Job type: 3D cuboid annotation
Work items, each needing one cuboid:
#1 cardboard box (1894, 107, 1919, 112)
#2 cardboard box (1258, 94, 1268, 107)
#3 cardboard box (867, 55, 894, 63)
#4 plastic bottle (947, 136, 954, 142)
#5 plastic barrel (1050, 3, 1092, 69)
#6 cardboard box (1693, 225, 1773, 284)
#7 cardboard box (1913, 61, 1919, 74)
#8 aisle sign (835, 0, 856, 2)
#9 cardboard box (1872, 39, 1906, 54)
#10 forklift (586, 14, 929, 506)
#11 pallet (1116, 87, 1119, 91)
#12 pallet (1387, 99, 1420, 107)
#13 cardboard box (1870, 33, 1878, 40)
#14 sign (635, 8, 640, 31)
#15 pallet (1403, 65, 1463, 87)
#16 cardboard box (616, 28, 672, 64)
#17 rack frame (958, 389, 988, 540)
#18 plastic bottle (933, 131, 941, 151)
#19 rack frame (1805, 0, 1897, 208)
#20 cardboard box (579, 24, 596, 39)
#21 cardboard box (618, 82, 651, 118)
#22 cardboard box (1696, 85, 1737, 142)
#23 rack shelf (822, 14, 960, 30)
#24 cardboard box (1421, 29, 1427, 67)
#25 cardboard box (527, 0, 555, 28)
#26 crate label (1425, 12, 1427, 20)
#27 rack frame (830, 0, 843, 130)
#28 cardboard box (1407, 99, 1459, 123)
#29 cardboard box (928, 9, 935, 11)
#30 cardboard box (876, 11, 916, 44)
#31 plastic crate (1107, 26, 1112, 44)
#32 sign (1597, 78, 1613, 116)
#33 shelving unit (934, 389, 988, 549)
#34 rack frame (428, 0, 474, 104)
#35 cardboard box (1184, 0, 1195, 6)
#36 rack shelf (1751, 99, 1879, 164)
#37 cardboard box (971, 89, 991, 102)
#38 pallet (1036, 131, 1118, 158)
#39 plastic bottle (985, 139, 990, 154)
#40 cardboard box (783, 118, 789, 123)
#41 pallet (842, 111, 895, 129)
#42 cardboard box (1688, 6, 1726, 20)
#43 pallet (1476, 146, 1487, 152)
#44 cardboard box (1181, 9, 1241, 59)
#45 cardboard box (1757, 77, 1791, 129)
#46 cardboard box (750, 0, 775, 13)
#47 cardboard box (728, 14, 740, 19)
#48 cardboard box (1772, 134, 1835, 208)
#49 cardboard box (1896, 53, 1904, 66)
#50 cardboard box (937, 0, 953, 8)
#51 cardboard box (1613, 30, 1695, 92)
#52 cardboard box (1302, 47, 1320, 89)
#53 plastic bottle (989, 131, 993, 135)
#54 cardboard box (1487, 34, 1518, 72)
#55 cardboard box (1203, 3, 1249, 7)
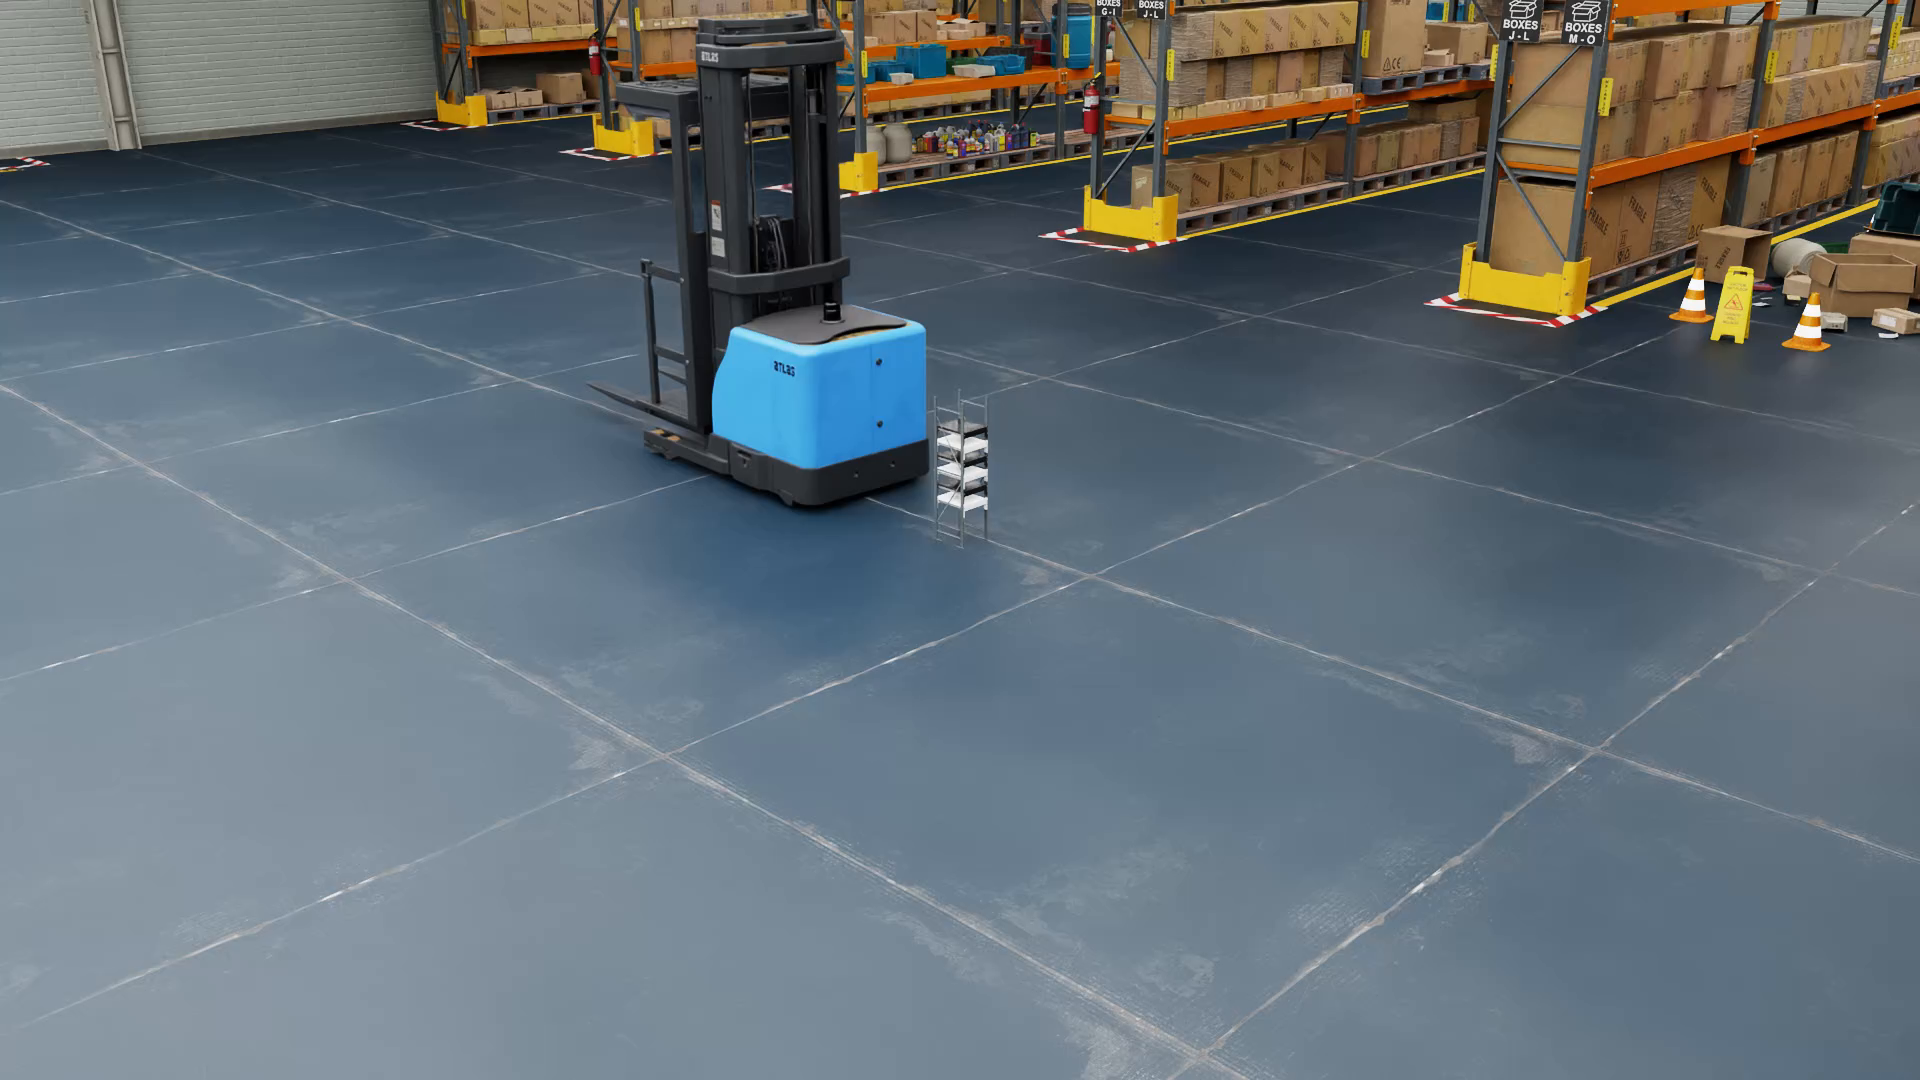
[{"bbox_3d":[13.065,-5.759,22.729,0.500,0.250,0.500,-19,28,-40],"label":"cardboard box"},{"bbox_3d":[3.482,-5.301,20.034,0.380,0.149,0.250,19,28,41],"label":"cardboard box"},{"bbox_3d":[-1.926,-10.293,35.085,0.750,0.750,0.750,19,28,40],"label":"cardboard box"},{"bbox_3d":[-0.143,-5.784,24.230,0.097,0.201,0.097,0,21,0],"label":"plastic bottle"},{"bbox_3d":[1.645,-7.471,24.632,0.600,0.901,0.708,19,28,41],"label":"plastic barrel"},{"bbox_3d":[7.843,-2.885,16.880,0.500,0.500,0.500,-14,25,-33],"label":"cardboard box"},{"bbox_3d":[12.361,-6.219,21.839,0.250,0.149,0.380,-20,29,-41],"label":"cardboard box"},{"bbox_3d":[-1.472,-7.307,21.280,0.394,0.787,0.004,19,28,41],"label":"aisle sign"},{"bbox_3d":[11.802,-6.293,21.202,0.380,0.149,0.250,19,28,40],"label":"cardboard box"},{"bbox_3d":[-1.566,-2.031,11.274,1.130,2.935,3.031,-18,27,-39],"label":"forklift"},{"bbox_3d":[3.673,-9.385,34.198,1.003,0.211,1.213,19,28,41],"label":"pallet"},{"bbox_3d":[8.076,-8.482,31.848,1.003,0.211,1.213,19,28,41],"label":"pallet"},{"bbox_3d":[12.080,-6.730,22.340,0.250,0.149,0.380,-19,28,-40],"label":"cardboard box"},{"bbox_3d":[-4.784,-7.726,24.679,0.100,0.325,0.005,19,28,41],"label":"sign"},{"bbox_3d":[6.146,-6.393,22.795,1.003,0.211,1.213,19,28,41],"label":"pallet"},{"bbox_3d":[-4.843,-7.589,25.499,0.700,0.500,0.500,19,28,41],"label":"cardboard box"},{"bbox_3d":[0.077,-0.448,9.987,0.240,0.900,0.006,19,28,41],"label":"rack frame"},{"bbox_3d":[-0.372,-5.795,24.153,0.152,0.276,0.135,18,28,39],"label":"plastic bottle"},{"bbox_3d":[10.981,-5.735,20.813,1.000,3.000,0.127,19,28,41],"label":"rack frame"},{"bbox_3d":[-6.746,-9.175,29.947,0.500,0.250,0.500,19,28,40],"label":"cardboard box"},{"bbox_3d":[-5.017,-6.901,26.049,0.500,0.500,0.500,19,28,41],"label":"cardboard box"},{"bbox_3d":[7.574,-4.531,17.474,0.875,0.550,0.550,19,28,41],"label":"cardboard box"},{"bbox_3d":[-1.754,-10.899,35.254,1.077,0.370,4.000,19,28,41],"label":"rack shelf"},{"bbox_3d":[5.851,-6.687,22.561,0.637,0.503,0.797,-17,27,-37],"label":"cardboard box"},{"bbox_3d":[-7.465,-9.257,29.115,0.500,0.500,0.500,18,27,39],"label":"cardboard box"},{"bbox_3d":[9.122,-10.267,32.755,0.416,0.233,0.303,19,28,41],"label":"crate label"},{"bbox_3d":[-2.388,-8.454,27.889,1.000,3.000,0.127,19,28,41],"label":"rack frame"},{"bbox_3d":[6.689,-6.072,23.517,0.500,0.250,0.500,-16,26,-36],"label":"cardboard box"},{"bbox_3d":[-0.764,-11.358,35.765,0.250,0.149,0.380,-19,28,-40],"label":"cardboard box"},{"bbox_3d":[-1.123,-8.958,29.061,0.500,0.500,0.500,19,28,41],"label":"cardboard box"},{"bbox_3d":[2.603,-7.933,26.443,0.402,0.464,0.583,19,28,41],"label":"plastic crate"},{"bbox_3d":[5.794,-3.979,14.928,0.100,0.325,0.005,19,28,41],"label":"sign"},{"bbox_3d":[0.006,-0.422,9.919,0.258,0.900,0.210,19,28,41],"label":"shelving unit"},{"bbox_3d":[-8.730,-8.665,28.437,1.000,3.000,0.127,19,28,41],"label":"rack frame"},{"bbox_3d":[4.450,-10.880,34.062,0.500,0.500,0.500,19,28,40],"label":"cardboard box"},{"bbox_3d":[9.586,-4.885,19.605,1.077,0.370,4.000,19,28,41],"label":"rack shelf"},{"bbox_3d":[0.211,-8.199,30.471,0.500,0.250,0.500,-19,28,-41],"label":"cardboard box"},{"bbox_3d":[1.679,-6.123,25.712,1.003,0.211,1.213,19,28,41],"label":"pallet"},{"bbox_3d":[0.378,-5.664,23.918,0.097,0.201,0.097,0,21,0],"label":"plastic bottle"},{"bbox_3d":[-2.910,-7.067,27.526,0.500,0.250,0.500,19,28,41],"label":"cardboard box"},{"bbox_3d":[-1.902,-7.352,28.907,1.003,0.211,1.213,19,28,41],"label":"pallet"},{"bbox_3d":[12.927,-9.286,28.803,0.500,0.500,0.500,20,29,41],"label":"cardboard box"},{"bbox_3d":[8.102,-5.884,25.089,1.003,0.211,1.213,19,28,41],"label":"pallet"},{"bbox_3d":[2.850,-5.798,19.030,0.500,0.500,0.500,19,28,41],"label":"cardboard box"},{"bbox_3d":[8.750,-4.821,18.297,0.500,0.500,0.500,20,28,41],"label":"cardboard box"},{"bbox_3d":[-3.394,-8.732,26.664,0.700,0.500,0.500,19,28,41],"label":"cardboard box"},{"bbox_3d":[-3.677,-8.217,26.229,0.380,0.149,0.250,20,28,41],"label":"cardboard box"},{"bbox_3d":[9.884,-4.521,20.206,0.750,0.750,1.050,-20,28,-41],"label":"cardboard box"},{"bbox_3d":[11.834,-6.166,21.286,0.380,0.149,0.250,18,28,39],"label":"cardboard box"},{"bbox_3d":[-0.500,-11.762,35.914,0.500,0.500,0.500,19,28,40],"label":"cardboard box"},{"bbox_3d":[6.769,-4.781,16.618,0.875,0.550,0.500,19,28,41],"label":"cardboard box"},{"bbox_3d":[3.975,-5.939,20.792,0.875,0.500,0.500,19,28,41],"label":"cardboard box"},{"bbox_3d":[0.466,-5.800,24.156,0.061,0.283,0.133,19,28,41],"label":"plastic bottle"},{"bbox_3d":[8.032,-7.105,24.241,0.500,0.500,0.500,-19,28,-40],"label":"cardboard box"},{"bbox_3d":[3.174,-6.185,20.038,0.500,0.500,0.500,19,28,41],"label":"cardboard box"}]
